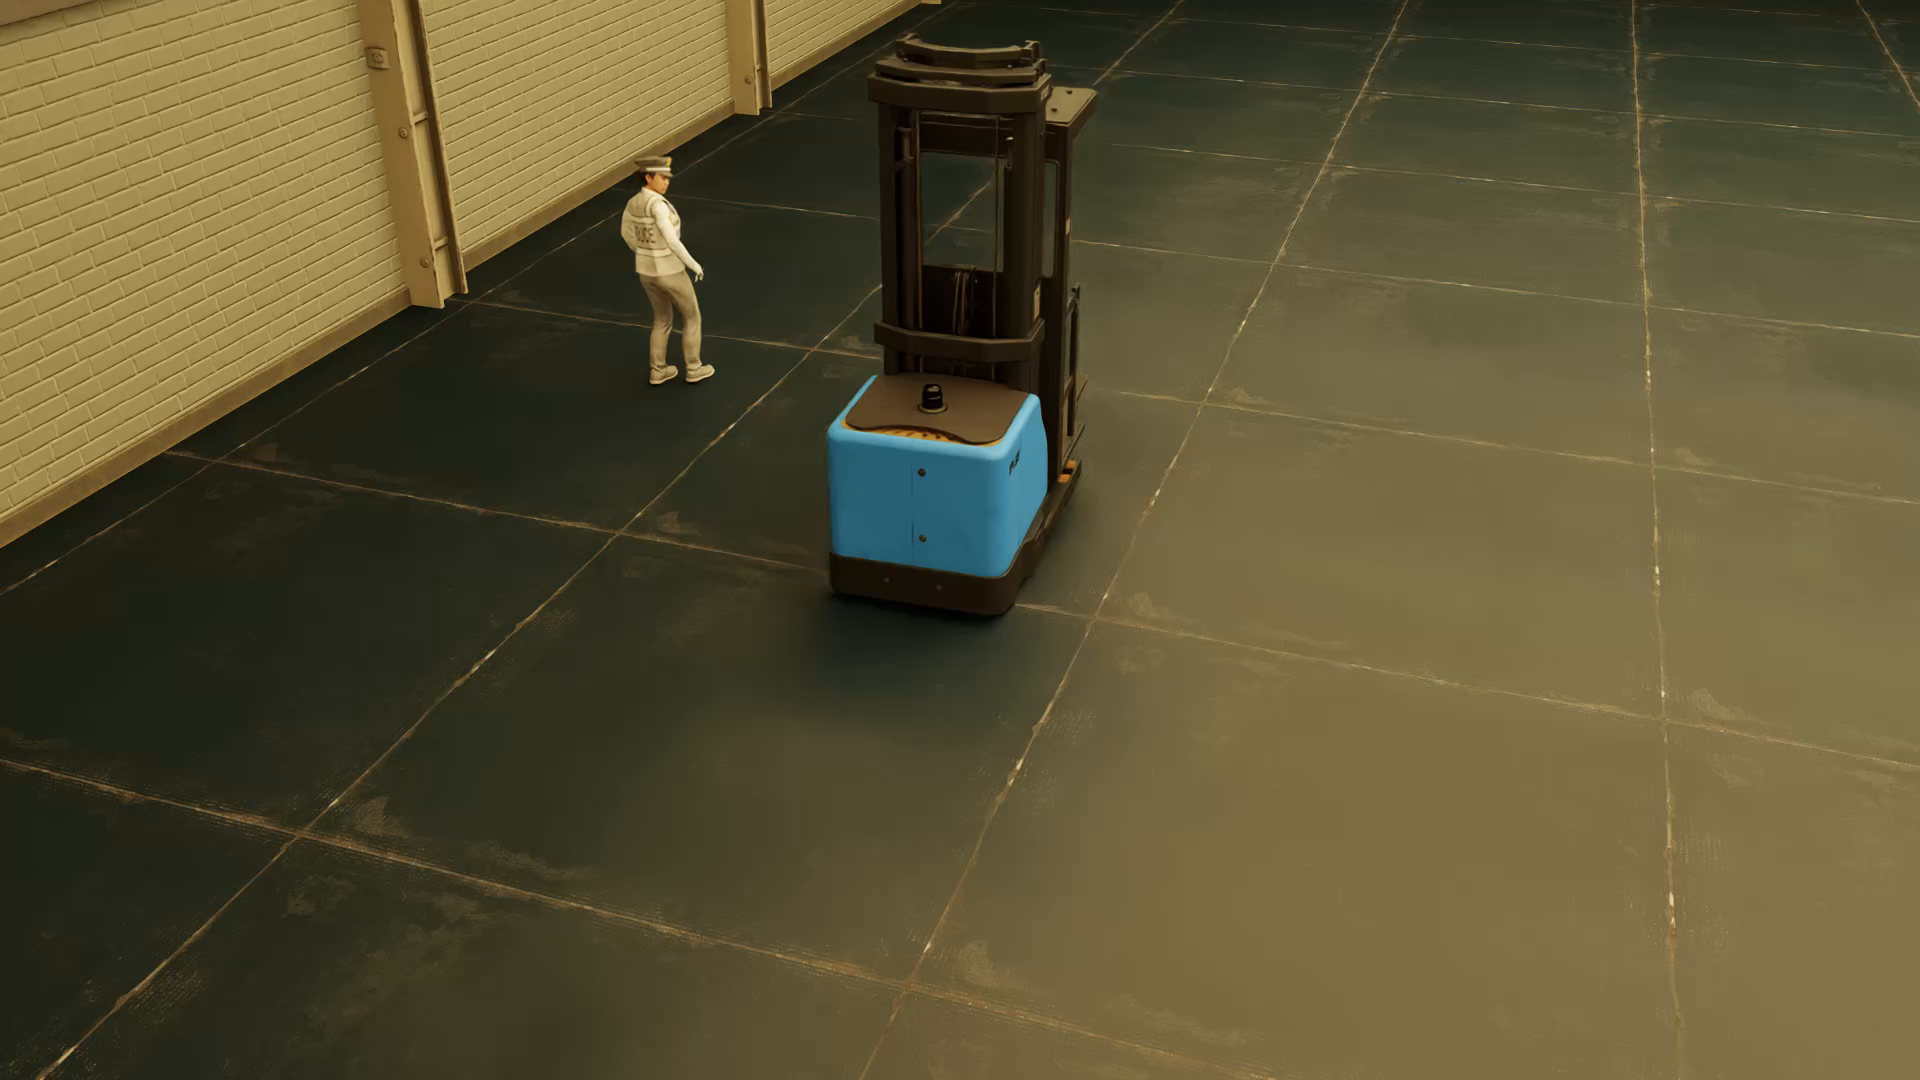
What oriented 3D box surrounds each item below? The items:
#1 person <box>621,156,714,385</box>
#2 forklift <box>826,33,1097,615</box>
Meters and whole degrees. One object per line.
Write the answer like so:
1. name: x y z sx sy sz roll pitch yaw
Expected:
1. person: -2.085 -1.914 11.797 0.684 1.651 0.468 21 36 32
2. forklift: 0.154 -1.572 9.894 1.130 2.935 3.031 8 31 14
